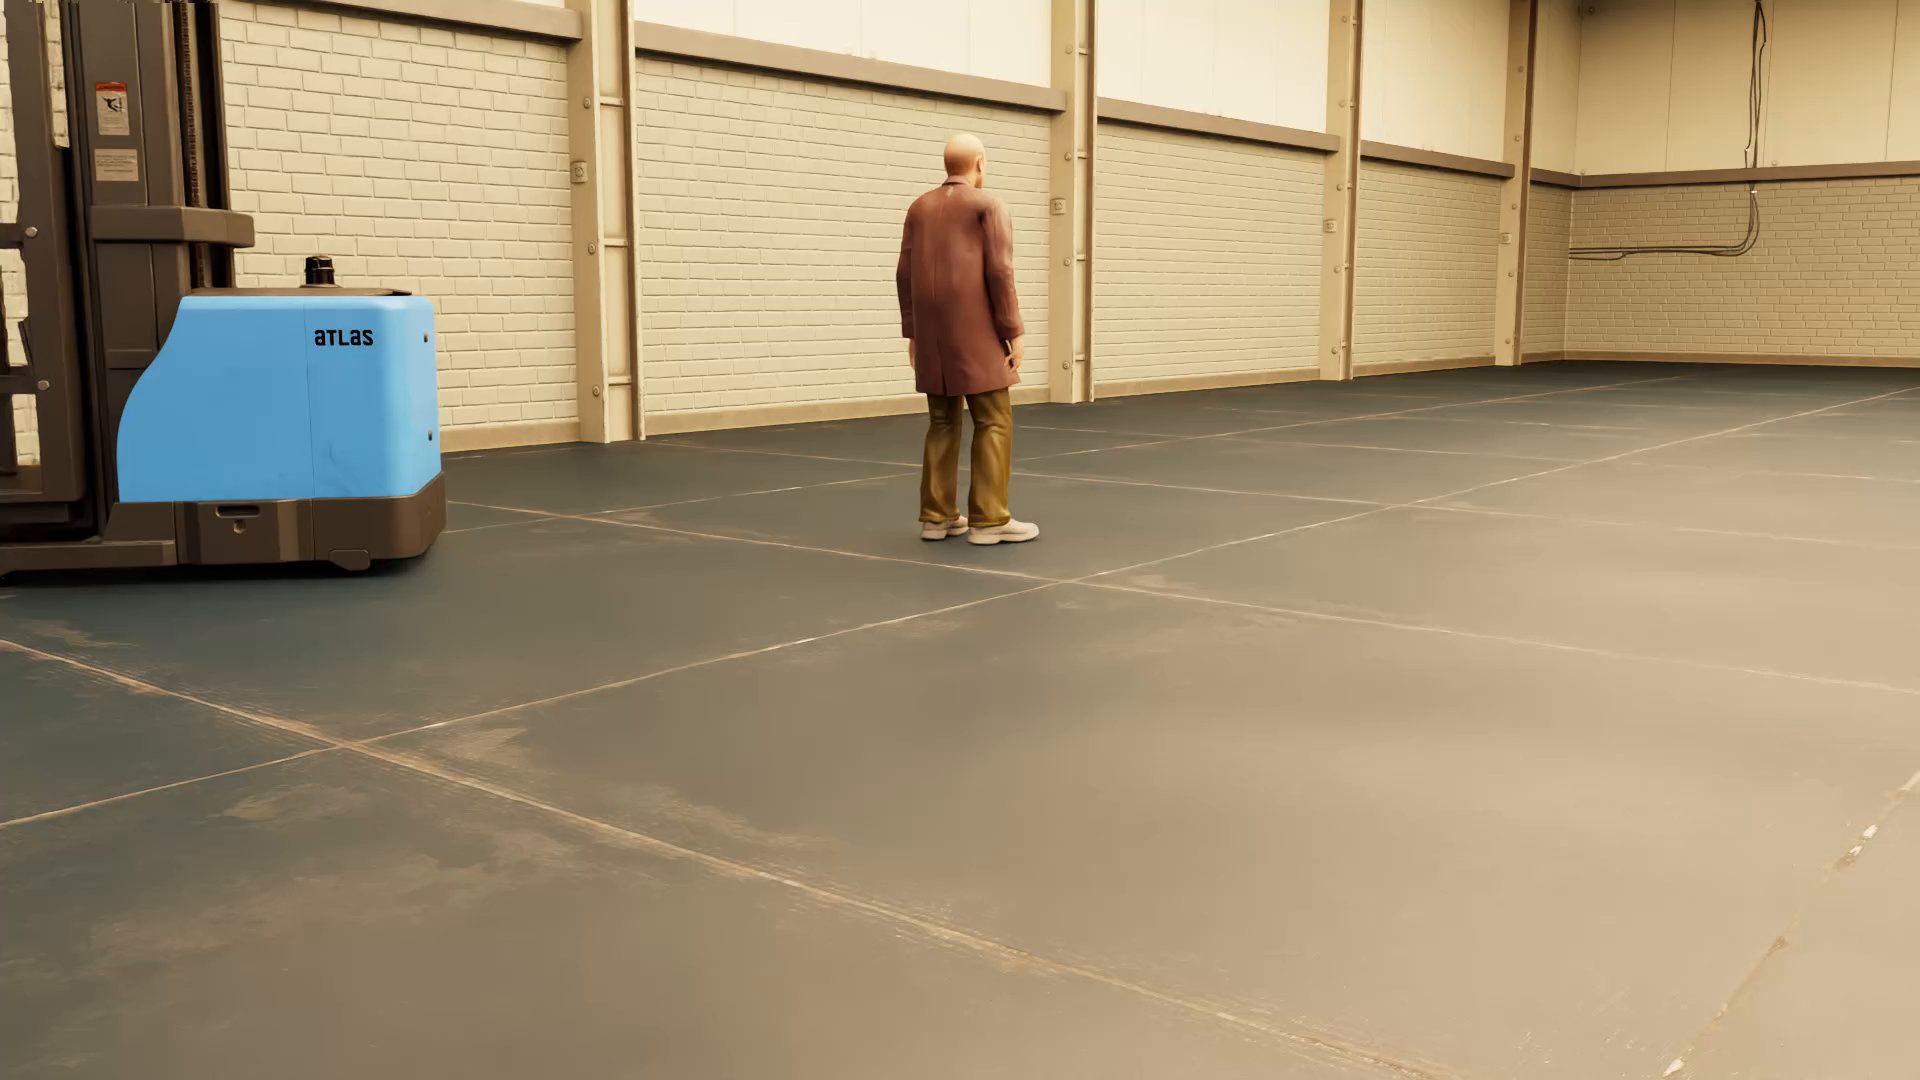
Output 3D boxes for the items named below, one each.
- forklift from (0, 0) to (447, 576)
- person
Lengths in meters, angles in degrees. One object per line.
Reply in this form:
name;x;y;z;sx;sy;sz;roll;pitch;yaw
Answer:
forklift;-3.680;-1.343;6.460;3.031;2.935;1.130;-2;8;-11
person;0.012;-0.882;7.307;0.644;1.773;0.431;6;10;37
